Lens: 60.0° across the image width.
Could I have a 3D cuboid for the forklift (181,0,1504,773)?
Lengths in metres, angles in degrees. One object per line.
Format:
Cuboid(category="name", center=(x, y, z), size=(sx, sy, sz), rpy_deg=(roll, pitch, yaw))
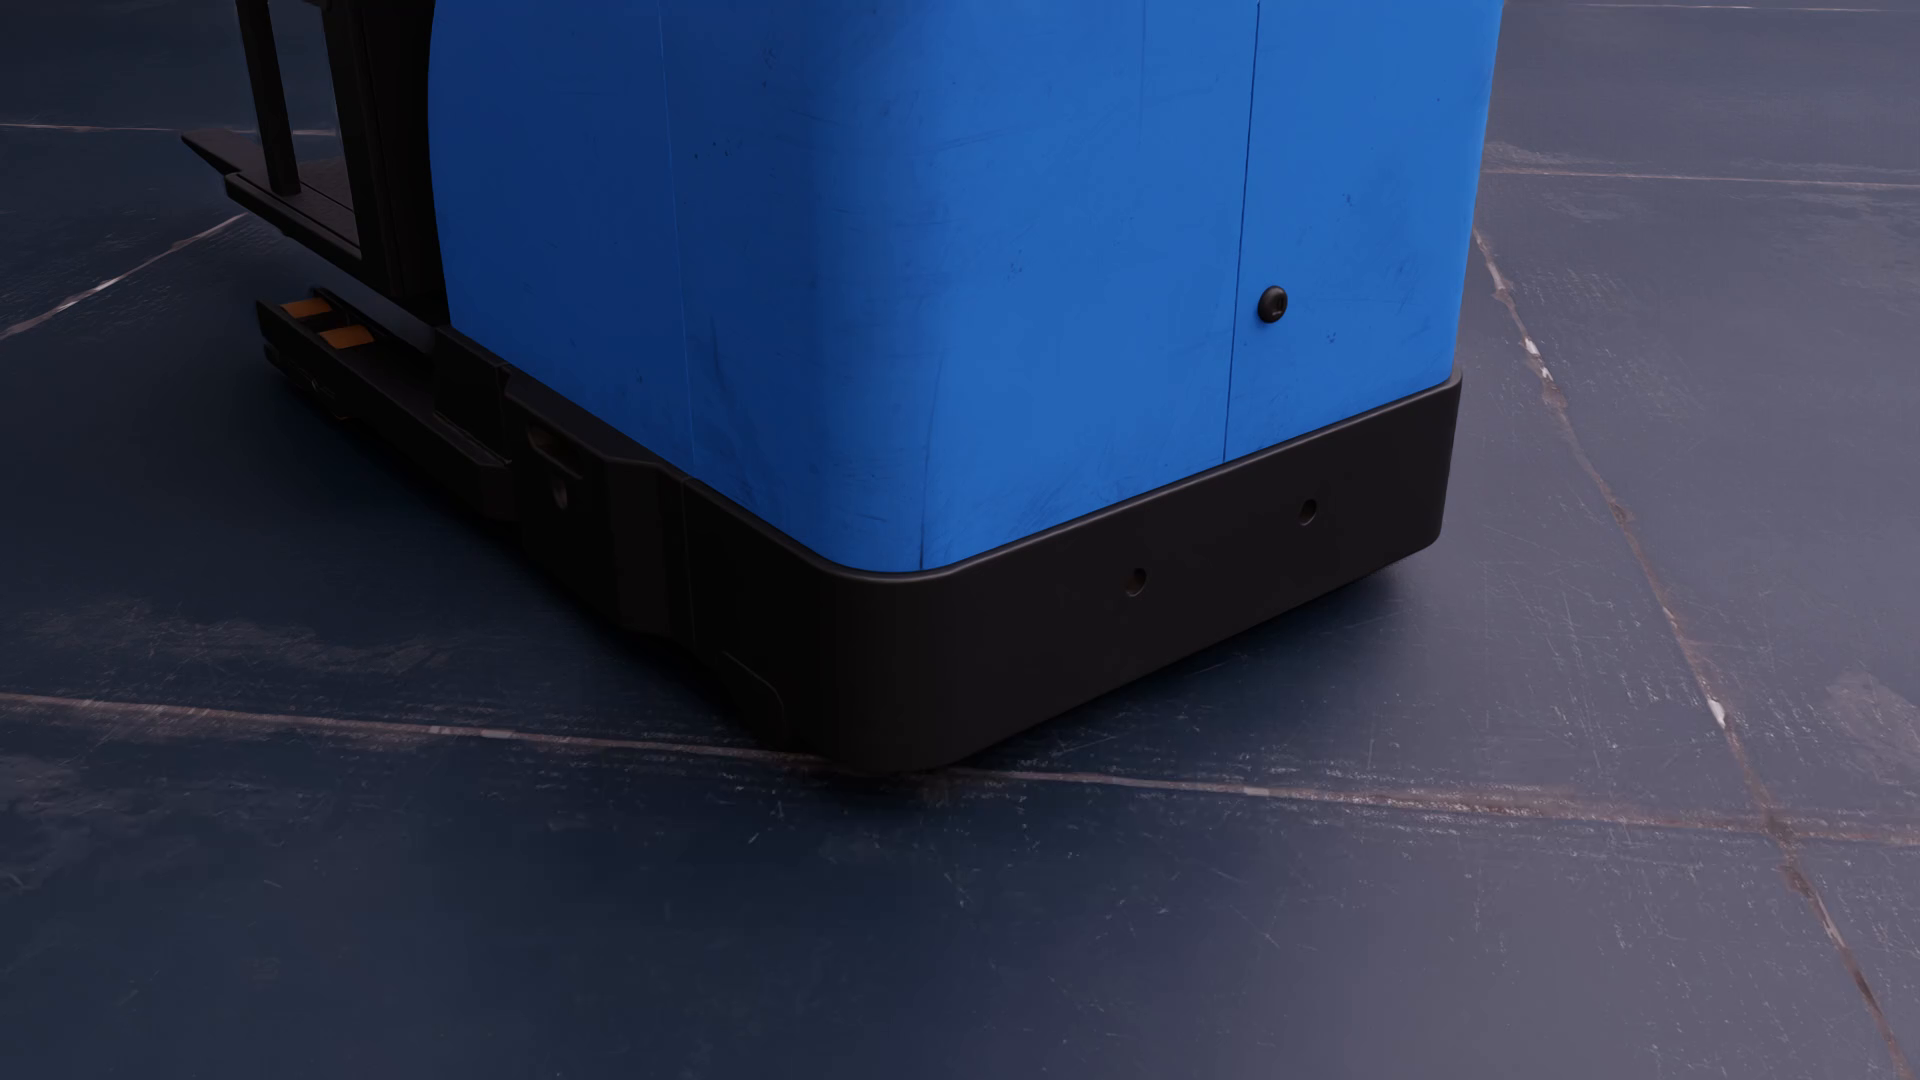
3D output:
Cuboid(category="forklift", center=(-0.628, -1.644, 2.513), size=(1.130, 2.935, 3.031), rpy_deg=(-20, 33, -34))
